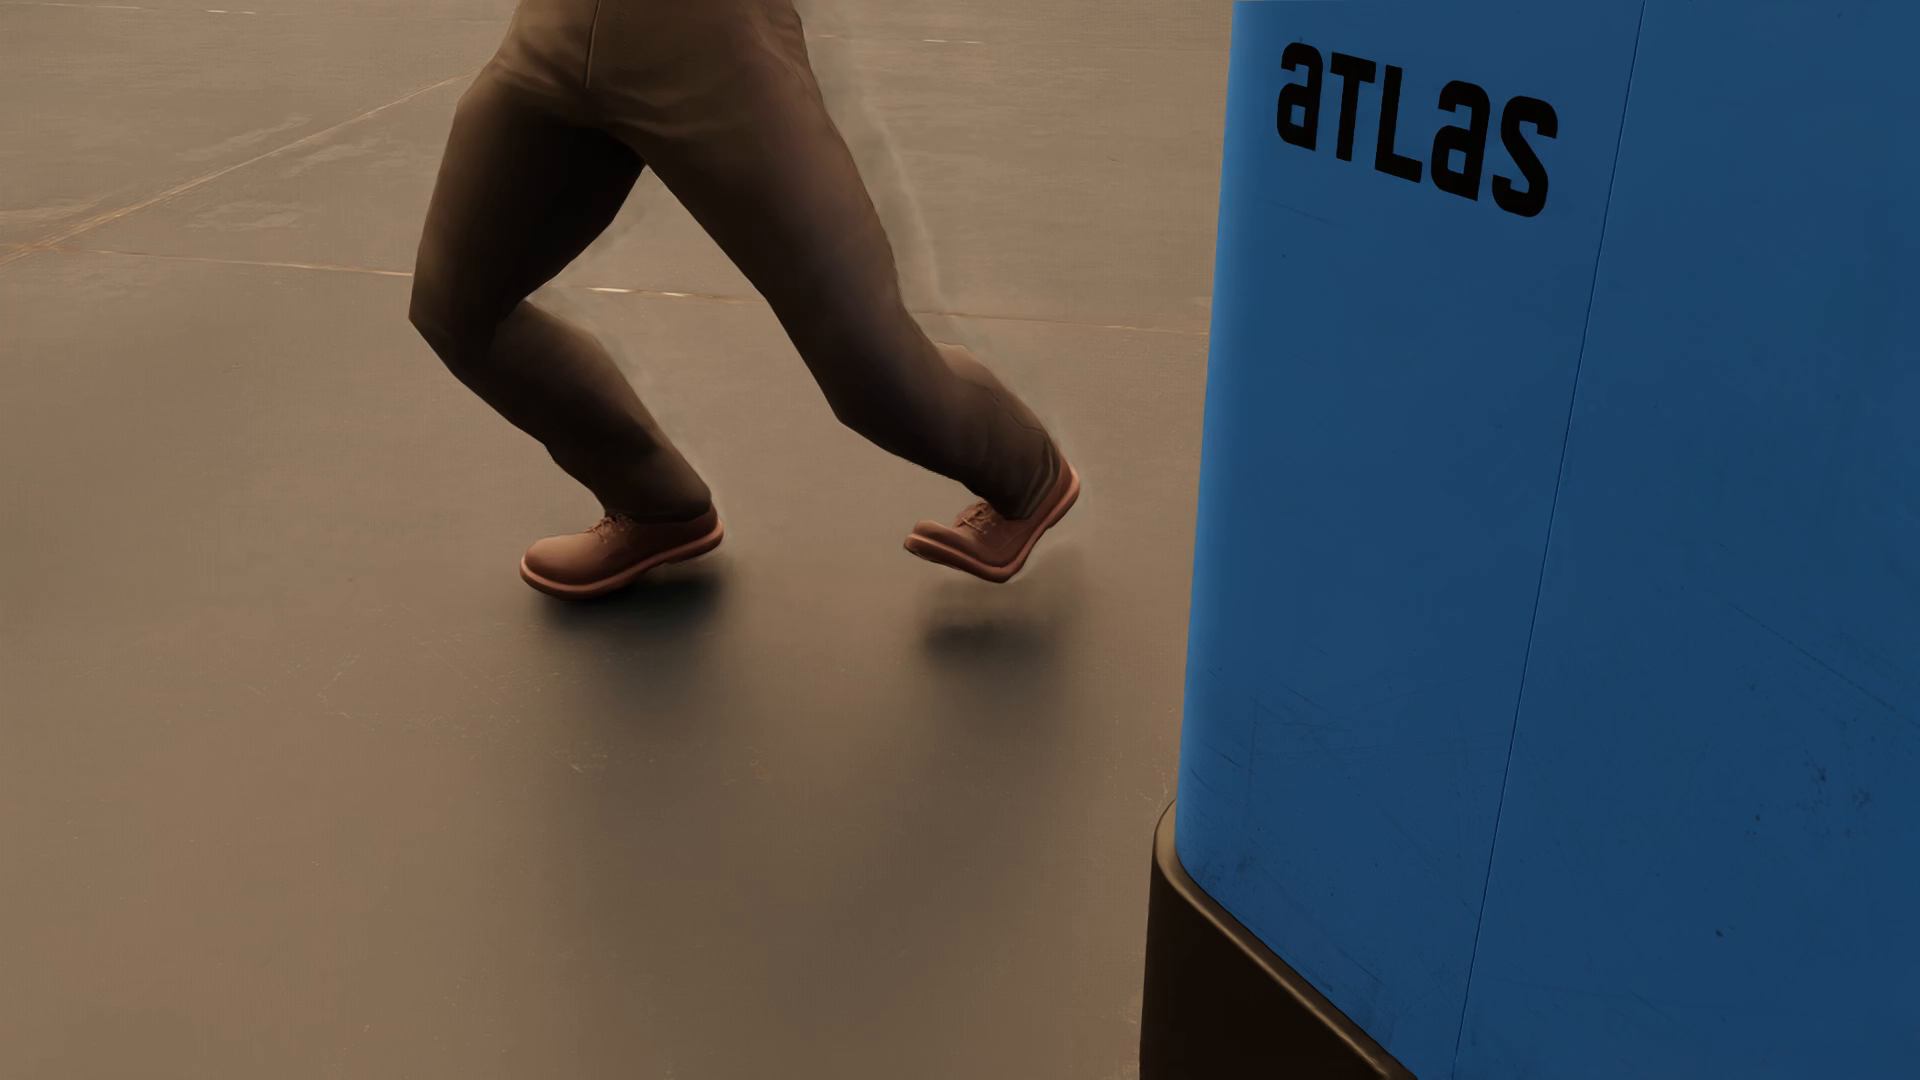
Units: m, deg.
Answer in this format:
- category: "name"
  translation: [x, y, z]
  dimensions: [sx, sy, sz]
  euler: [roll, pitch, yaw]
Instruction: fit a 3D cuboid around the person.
- category: "person"
  translation: [-0.415, -0.572, 2.011]
  dimensions: [0.966, 1.438, 0.755]
  euler: [15, 30, 27]
